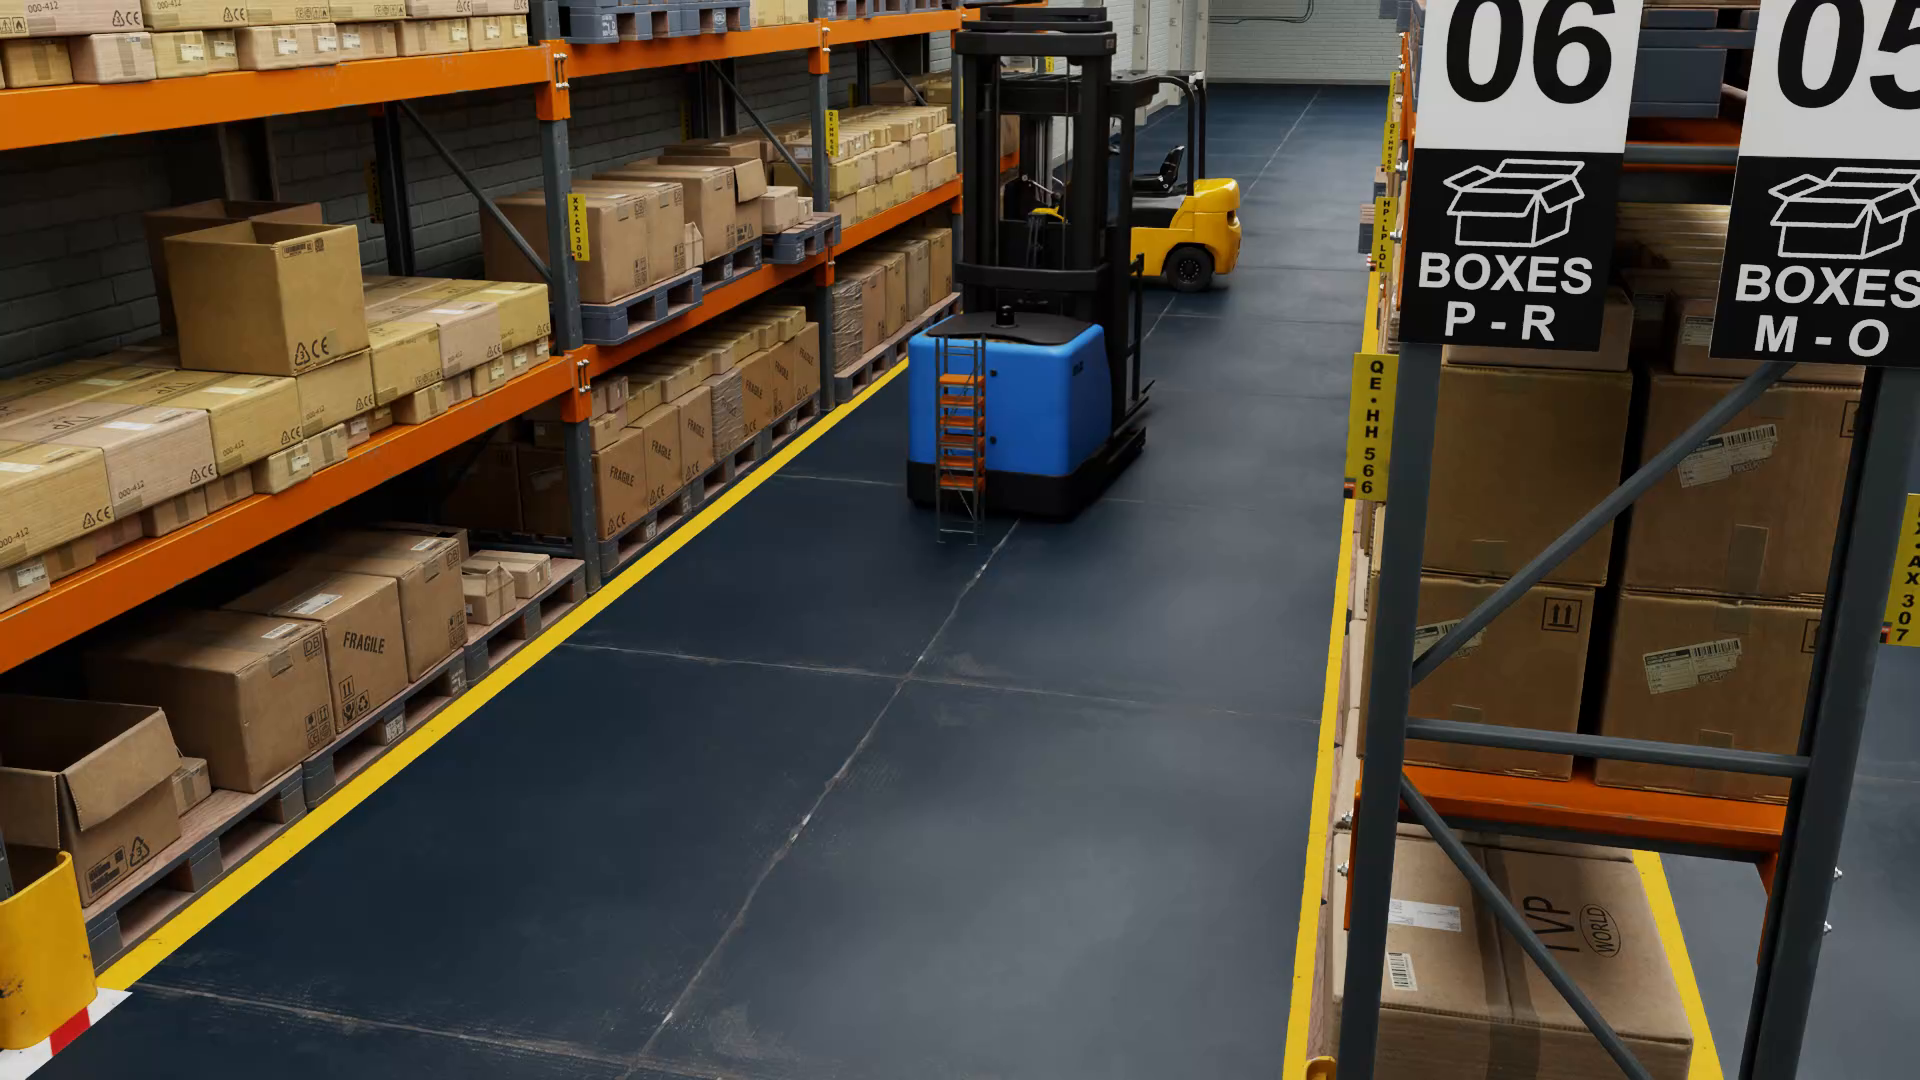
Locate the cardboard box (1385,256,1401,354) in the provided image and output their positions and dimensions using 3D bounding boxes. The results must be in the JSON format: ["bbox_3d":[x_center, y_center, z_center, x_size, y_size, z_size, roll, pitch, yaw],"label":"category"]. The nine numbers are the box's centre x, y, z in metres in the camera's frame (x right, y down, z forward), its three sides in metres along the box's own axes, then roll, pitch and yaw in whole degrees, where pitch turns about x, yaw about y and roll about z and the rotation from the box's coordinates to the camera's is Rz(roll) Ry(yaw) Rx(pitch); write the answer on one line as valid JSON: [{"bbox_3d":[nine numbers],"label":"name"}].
[{"bbox_3d":[1.525,-0.546,4.943,0.500,0.500,0.500,5,19,13],"label":"cardboard box"}]

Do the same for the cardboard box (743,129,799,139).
[{"bbox_3d":[-1.492,-3.155,13.125,0.380,0.149,0.250,4,19,12],"label":"cardboard box"}]

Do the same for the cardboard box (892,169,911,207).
[{"bbox_3d":[-0.725,-2.963,13.955,0.500,0.250,0.500,5,20,15],"label":"cardboard box"}]

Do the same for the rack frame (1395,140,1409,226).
[{"bbox_3d":[2.392,-0.788,7.355,1.000,3.000,0.127,5,19,13],"label":"rack frame"}]

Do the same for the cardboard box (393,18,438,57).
[{"bbox_3d":[-2.425,-2.107,6.964,0.380,0.149,0.250,5,19,13],"label":"cardboard box"}]

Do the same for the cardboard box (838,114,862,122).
[{"bbox_3d":[-1.068,-3.632,14.521,0.380,0.149,0.250,5,19,13],"label":"cardboard box"}]

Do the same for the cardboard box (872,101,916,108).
[{"bbox_3d":[-0.638,-4.162,16.074,0.380,0.149,0.250,5,19,13],"label":"cardboard box"}]

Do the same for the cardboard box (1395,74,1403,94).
[{"bbox_3d":[3.889,-3.870,14.109,0.380,0.149,0.250,5,19,13],"label":"cardboard box"}]

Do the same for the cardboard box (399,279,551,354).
[{"bbox_3d":[-2.310,-1.070,7.952,0.500,0.250,0.500,5,20,15],"label":"cardboard box"}]

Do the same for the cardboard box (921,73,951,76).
[{"bbox_3d":[-0.202,-4.948,17.916,0.380,0.149,0.250,4,19,12],"label":"cardboard box"}]

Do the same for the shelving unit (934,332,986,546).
[{"bbox_3d":[0.004,-0.572,9.507,0.258,1.200,0.189,5,19,13],"label":"shelving unit"}]

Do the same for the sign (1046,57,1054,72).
[{"bbox_3d":[1.032,-5.553,19.147,0.100,0.325,0.005,5,19,13],"label":"sign"}]

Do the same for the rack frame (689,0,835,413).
[{"bbox_3d":[-1.445,-2.433,12.170,1.000,3.000,0.127,5,19,13],"label":"rack frame"}]

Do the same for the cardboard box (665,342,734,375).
[{"bbox_3d":[-1.671,-1.167,10.679,0.380,0.149,0.250,4,19,11],"label":"cardboard box"}]

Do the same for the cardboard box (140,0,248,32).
[{"bbox_3d":[-2.785,-1.853,5.602,0.500,0.250,0.500,4,19,12],"label":"cardboard box"}]

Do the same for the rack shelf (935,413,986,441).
[{"bbox_3d":[0.004,-0.644,9.482,0.258,0.103,0.180,5,19,13],"label":"rack shelf"}]

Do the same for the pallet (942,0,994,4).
[{"bbox_3d":[-0.285,-5.334,16.158,1.003,0.211,1.213,5,19,13],"label":"pallet"}]

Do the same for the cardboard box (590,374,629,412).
[{"bbox_3d":[-2.060,-0.819,9.199,0.380,0.149,0.250,4,19,11],"label":"cardboard box"}]

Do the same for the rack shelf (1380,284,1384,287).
[{"bbox_3d":[3.858,-2.328,12.977,1.077,0.370,4.000,5,19,13],"label":"rack shelf"}]

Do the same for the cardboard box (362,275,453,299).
[{"bbox_3d":[-2.805,-1.115,8.083,0.500,0.250,0.500,4,19,13],"label":"cardboard box"}]

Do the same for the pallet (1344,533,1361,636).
[{"bbox_3d":[2.507,0.283,8.531,1.003,0.211,1.213,5,19,13],"label":"pallet"}]

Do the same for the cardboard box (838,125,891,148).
[{"bbox_3d":[-0.776,-3.269,13.460,0.380,0.149,0.250,5,20,15],"label":"cardboard box"}]

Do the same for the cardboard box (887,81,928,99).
[{"bbox_3d":[-0.530,-4.465,16.501,0.380,0.149,0.250,4,19,13],"label":"cardboard box"}]

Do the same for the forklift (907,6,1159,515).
[{"bbox_3d":[0.645,-1.976,10.937,1.130,2.935,3.031,7,20,18],"label":"forklift"}]

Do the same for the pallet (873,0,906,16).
[{"bbox_3d":[-1.096,-4.334,13.386,1.003,0.211,1.213,6,20,16],"label":"pallet"}]

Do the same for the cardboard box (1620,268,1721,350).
[{"bbox_3d":[1.765,-0.539,3.920,0.380,0.149,0.250,5,20,15],"label":"cardboard box"}]

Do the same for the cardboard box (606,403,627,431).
[{"bbox_3d":[-2.084,-0.686,9.270,0.380,0.149,0.250,4,19,12],"label":"cardboard box"}]

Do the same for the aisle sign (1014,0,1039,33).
[{"bbox_3d":[0.810,-6.168,19.083,0.394,0.787,0.004,5,19,13],"label":"aisle sign"}]

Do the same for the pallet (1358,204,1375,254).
[{"bbox_3d":[3.440,-2.183,11.735,1.213,0.211,1.003,5,19,13],"label":"pallet"}]

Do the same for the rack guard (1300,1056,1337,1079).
[{"bbox_3d":[1.409,1.656,4.066,1.175,0.500,0.348,5,19,13],"label":"rack guard"}]

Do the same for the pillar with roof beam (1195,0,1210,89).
[{"bbox_3d":[10.970,-16.695,44.644,9.100,9.000,0.400,5,19,13],"label":"pillar with roof beam"}]

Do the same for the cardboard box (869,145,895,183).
[{"bbox_3d":[-0.831,-3.038,13.399,0.500,0.250,0.500,4,19,12],"label":"cardboard box"}]

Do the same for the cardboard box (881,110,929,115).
[{"bbox_3d":[-0.492,-3.761,14.901,0.380,0.149,0.250,5,19,13],"label":"cardboard box"}]

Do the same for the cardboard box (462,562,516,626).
[{"bbox_3d":[-2.361,0.226,7.966,0.396,0.266,0.258,5,20,15],"label":"cardboard box"}]

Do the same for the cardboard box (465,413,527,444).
[{"bbox_3d":[-2.612,-0.640,9.135,0.380,0.149,0.250,4,19,11],"label":"cardboard box"}]

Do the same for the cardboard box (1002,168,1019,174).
[{"bbox_3d":[0.699,-4.142,19.231,0.500,0.250,0.500,5,20,15],"label":"cardboard box"}]

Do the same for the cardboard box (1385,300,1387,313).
[{"bbox_3d":[2.382,-1.037,8.316,0.500,0.250,0.500,4,19,13],"label":"cardboard box"}]

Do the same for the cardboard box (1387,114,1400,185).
[{"bbox_3d":[3.326,-2.756,11.852,0.500,0.500,0.500,4,19,13],"label":"cardboard box"}]

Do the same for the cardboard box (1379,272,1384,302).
[{"bbox_3d":[4.230,-2.400,15.677,0.500,0.250,0.500,6,20,16],"label":"cardboard box"}]

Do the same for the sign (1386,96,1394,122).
[{"bbox_3d":[3.818,-3.746,14.674,0.100,0.325,0.005,5,19,13],"label":"sign"}]

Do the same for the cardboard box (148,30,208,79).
[{"bbox_3d":[-2.761,-1.623,5.548,0.380,0.149,0.250,5,19,13],"label":"cardboard box"}]

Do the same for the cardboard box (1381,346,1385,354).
[{"bbox_3d":[1.769,-0.396,6.053,0.500,0.500,0.500,5,19,14],"label":"cardboard box"}]

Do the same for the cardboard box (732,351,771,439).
[{"bbox_3d":[-1.598,-0.979,11.130,0.500,0.500,0.500,6,20,16],"label":"cardboard box"}]

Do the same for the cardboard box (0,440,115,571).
[{"bbox_3d":[-3.028,-0.116,5.159,0.500,0.250,0.500,5,19,14],"label":"cardboard box"}]

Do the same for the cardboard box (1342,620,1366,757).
[{"bbox_3d":[1.916,0.694,6.328,0.875,0.438,0.875,4,19,12],"label":"cardboard box"}]

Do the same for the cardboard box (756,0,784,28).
[{"bbox_3d":[-1.457,-3.444,10.721,0.500,0.250,0.500,5,19,14],"label":"cardboard box"}]

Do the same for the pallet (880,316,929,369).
[{"bbox_3d":[-0.906,-1.749,14.483,1.003,0.211,1.213,5,19,13],"label":"pallet"}]

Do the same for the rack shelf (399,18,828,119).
[{"bbox_3d":[-1.934,-2.885,9.966,1.077,0.370,4.000,5,19,13],"label":"rack shelf"}]

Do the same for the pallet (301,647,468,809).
[{"bbox_3d":[-2.887,0.739,7.197,1.003,0.211,1.213,5,19,13],"label":"pallet"}]

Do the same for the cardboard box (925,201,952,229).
[{"bbox_3d":[-0.045,-3.184,16.426,0.500,0.250,0.500,4,19,13],"label":"cardboard box"}]

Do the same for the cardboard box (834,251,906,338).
[{"bbox_3d":[-0.963,-2.119,14.274,0.875,0.625,0.625,4,19,11],"label":"cardboard box"}]

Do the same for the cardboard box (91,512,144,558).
[{"bbox_3d":[-3.006,-0.056,5.601,0.380,0.149,0.250,4,19,13],"label":"cardboard box"}]

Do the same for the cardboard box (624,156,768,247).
[{"bbox_3d":[-1.665,-2.154,10.544,0.797,0.503,0.637,4,19,12],"label":"cardboard box"}]

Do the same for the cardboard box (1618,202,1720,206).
[{"bbox_3d":[2.206,-1.020,5.329,0.380,0.149,0.250,5,19,13],"label":"cardboard box"}]

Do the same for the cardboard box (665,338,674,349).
[{"bbox_3d":[-2.122,-1.288,11.031,0.380,0.149,0.250,4,19,12],"label":"cardboard box"}]

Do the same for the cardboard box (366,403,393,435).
[{"bbox_3d":[-2.635,-0.539,7.014,0.380,0.149,0.250,5,19,14],"label":"cardboard box"}]
